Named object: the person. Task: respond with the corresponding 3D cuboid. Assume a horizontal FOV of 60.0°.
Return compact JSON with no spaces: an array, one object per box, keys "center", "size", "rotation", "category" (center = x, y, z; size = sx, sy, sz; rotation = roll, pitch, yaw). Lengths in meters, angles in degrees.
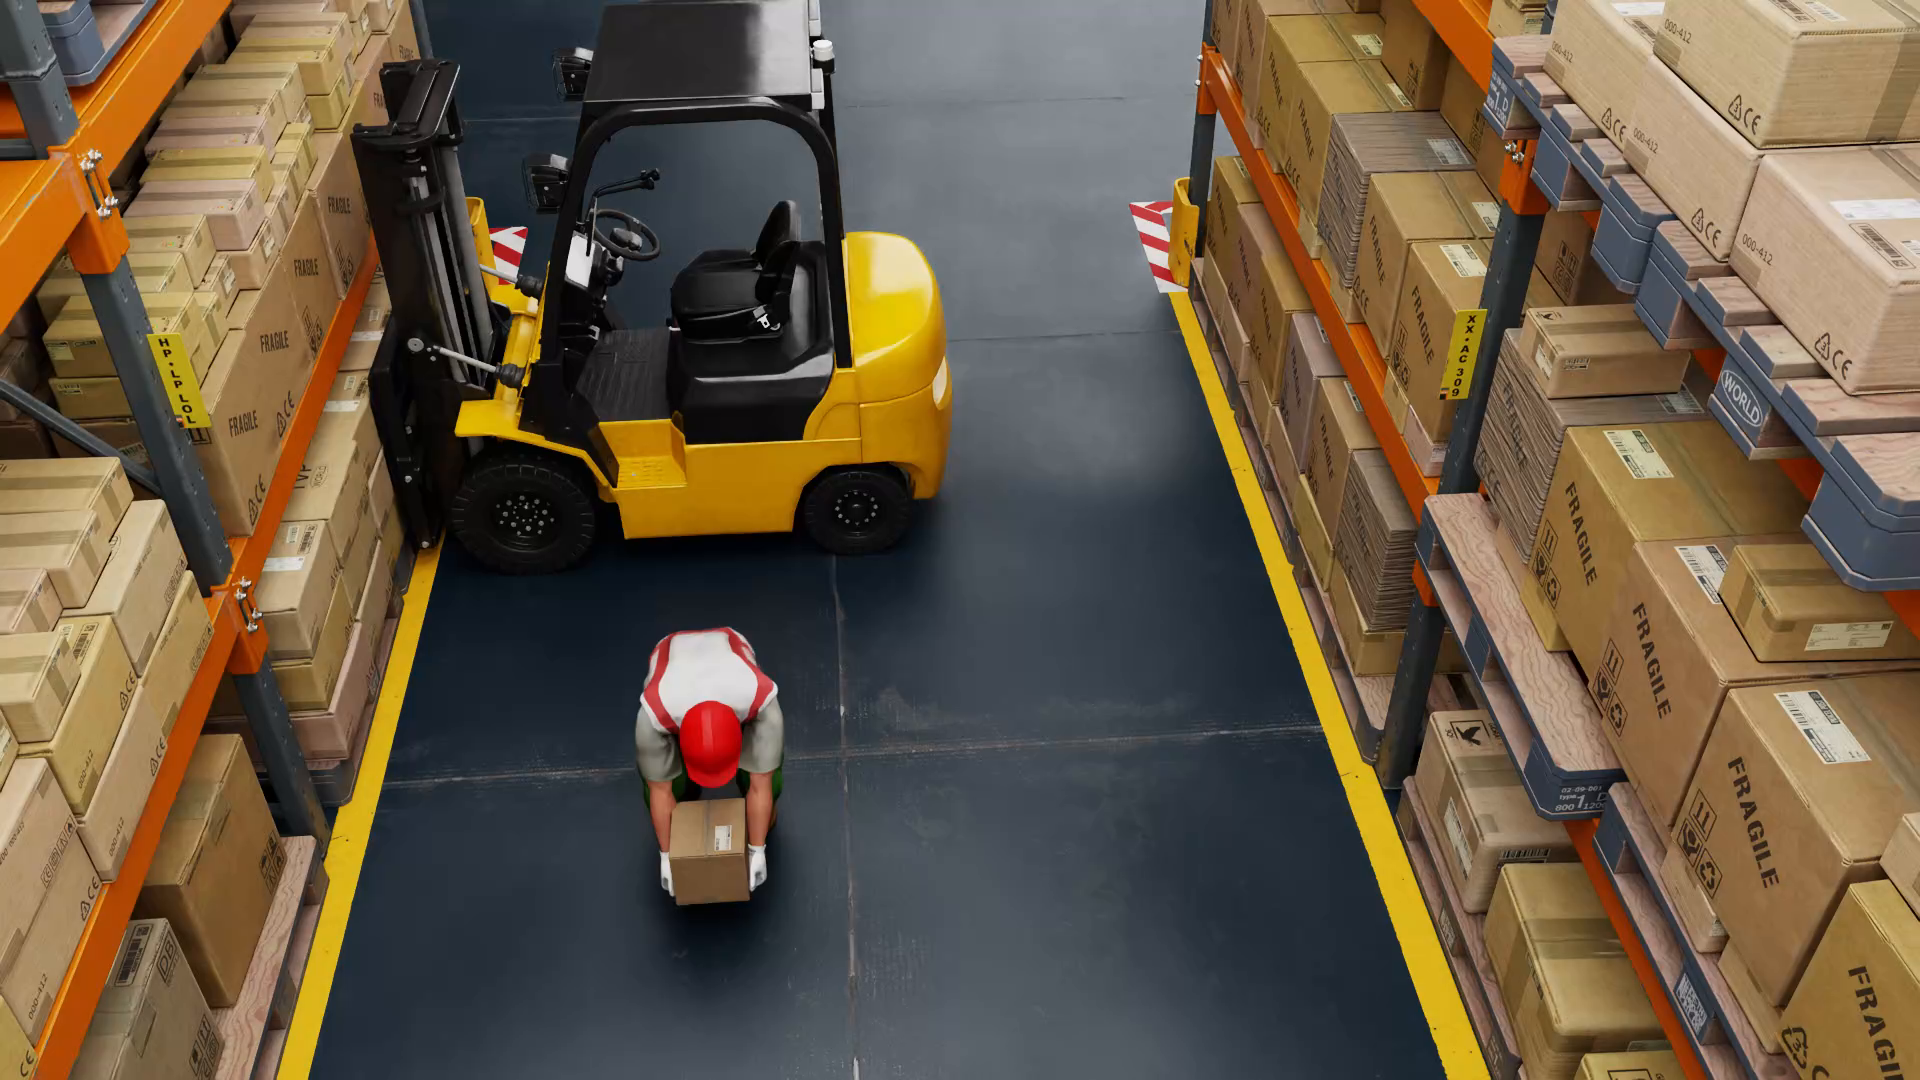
[{"center":[-0.881,0.729,5.870],"size":[0.534,0.990,0.911],"rotation":[-4,39,-5],"category":"person"}]
